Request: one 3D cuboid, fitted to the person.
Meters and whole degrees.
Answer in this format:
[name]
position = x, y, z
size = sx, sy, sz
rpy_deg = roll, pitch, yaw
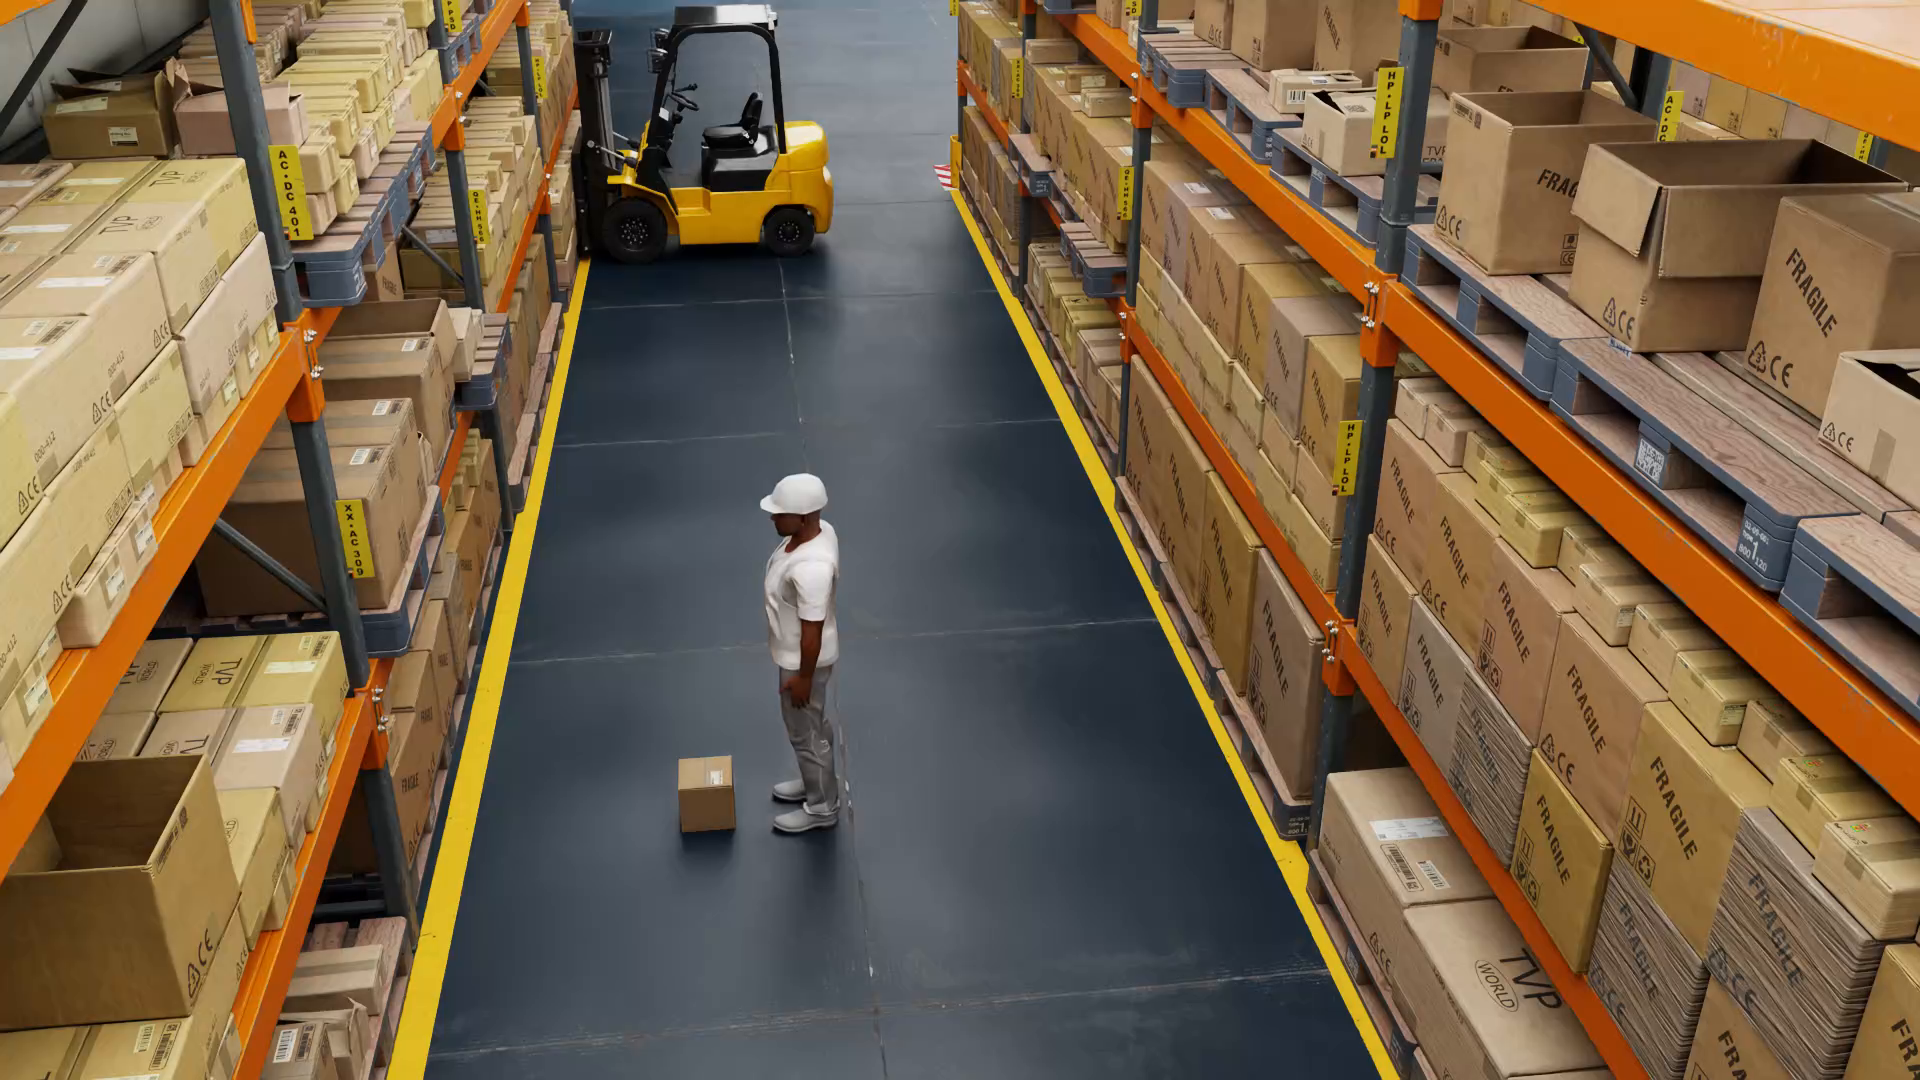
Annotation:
[person]
position = -0.717, 0.507, 7.594
size = 0.367, 1.766, 0.559
rpy_deg = -3, 27, -6
